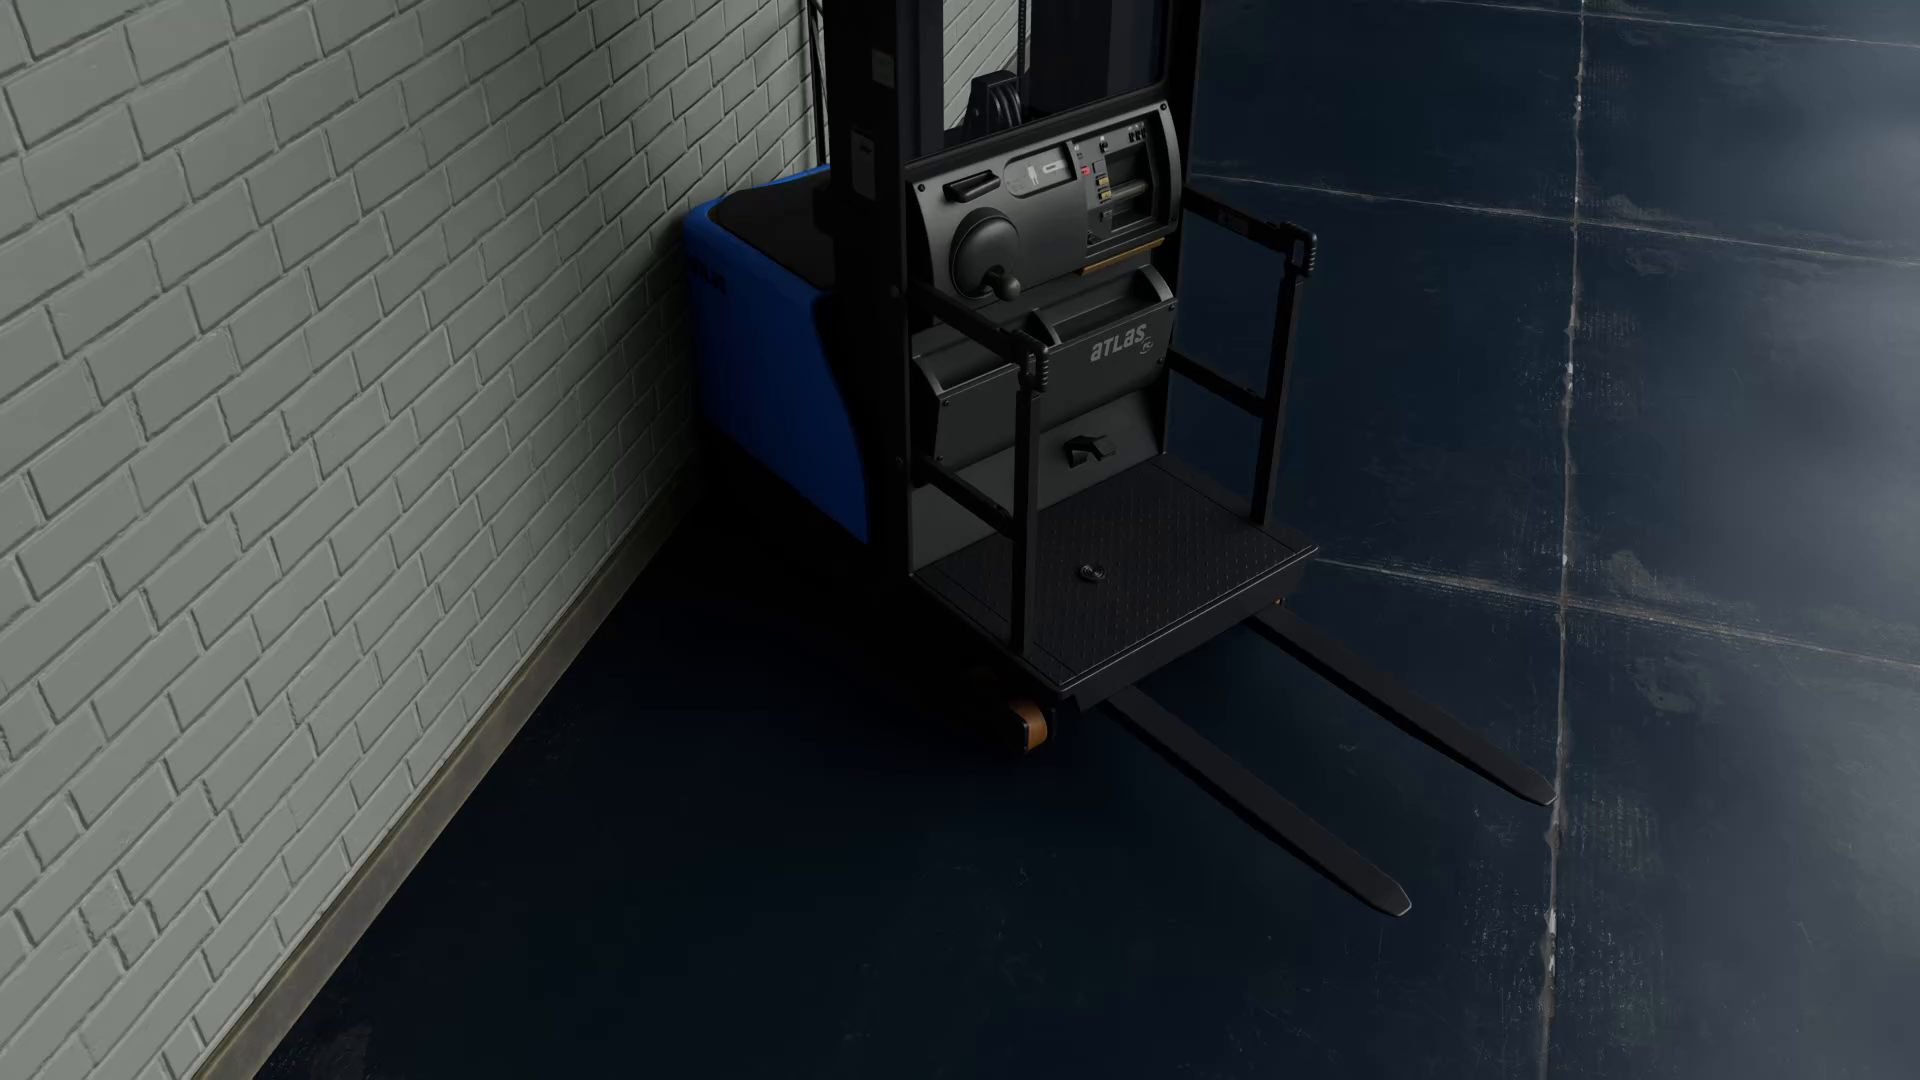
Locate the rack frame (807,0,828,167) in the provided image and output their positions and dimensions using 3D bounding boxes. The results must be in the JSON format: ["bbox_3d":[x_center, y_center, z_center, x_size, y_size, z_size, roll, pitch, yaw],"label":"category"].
[{"bbox_3d":[-0.480,-1.334,6.269,0.032,1.500,0.500,-9,34,-12],"label":"rack frame"}]

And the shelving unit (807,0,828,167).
[{"bbox_3d":[0.021,-1.410,6.372,1.083,1.500,0.587,-9,34,-12],"label":"shelving unit"}]

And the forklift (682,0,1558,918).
[{"bbox_3d":[0.392,-0.891,4.488,1.130,2.935,3.031,-26,43,-30],"label":"forklift"}]
